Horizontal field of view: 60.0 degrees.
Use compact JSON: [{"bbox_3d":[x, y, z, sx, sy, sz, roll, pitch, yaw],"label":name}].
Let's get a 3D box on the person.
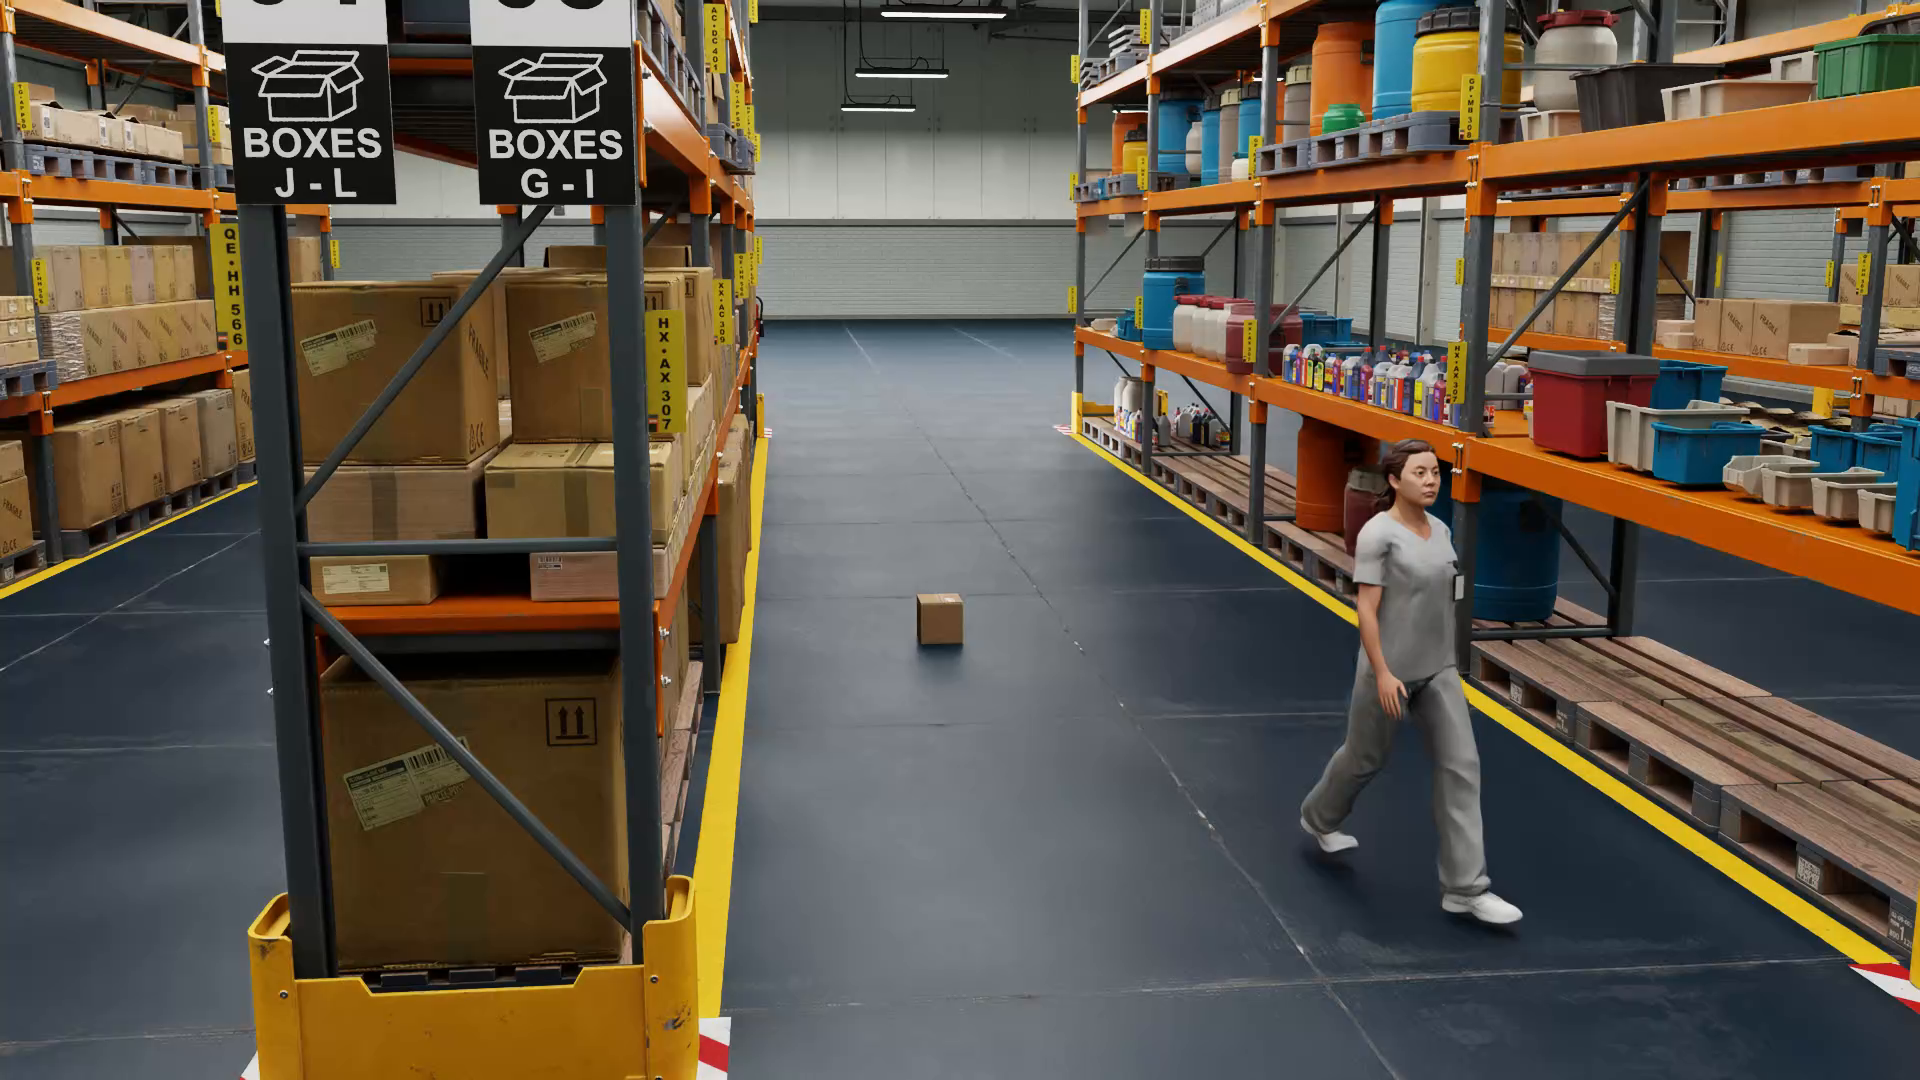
[{"bbox_3d":[1.573,0.454,5.858,0.459,1.625,1.013,-5,11,-25],"label":"person"}]
